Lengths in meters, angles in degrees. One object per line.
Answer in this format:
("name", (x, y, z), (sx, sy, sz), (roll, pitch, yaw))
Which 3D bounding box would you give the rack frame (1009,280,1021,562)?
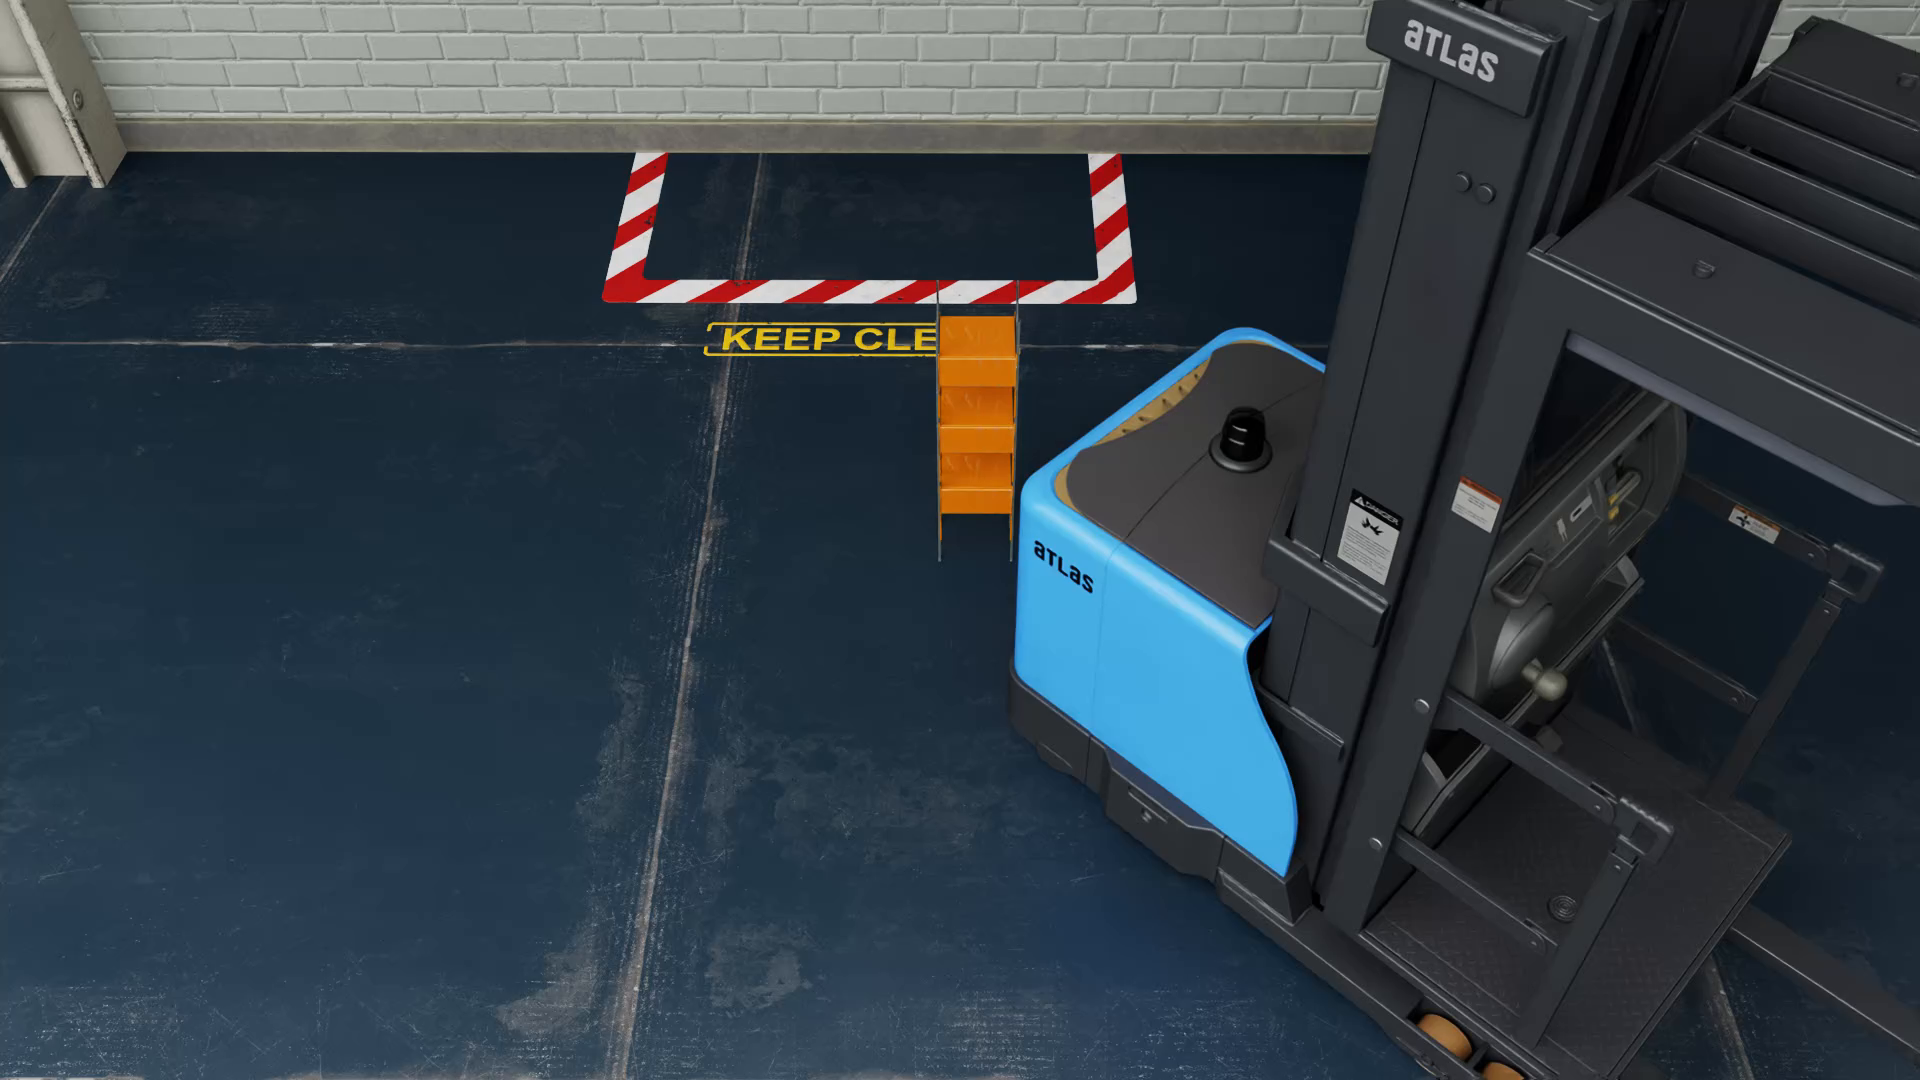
("rack frame", (0.176, -0.357, 5.365), (0.008, 1.050, 0.200), (0, 47, 0))

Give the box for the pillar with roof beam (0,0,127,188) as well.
("pillar with roof beam", (-3.896, -1.546, 1.042), (0.400, 9.000, 9.100), (0, 47, 0))

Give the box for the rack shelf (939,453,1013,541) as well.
("rack shelf", (0.054, -0.161, 5.577), (0.240, 0.259, 0.215), (0, 47, 0))

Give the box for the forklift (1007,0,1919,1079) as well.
("forklift", (1.553, 0.087, 3.667), (3.031, 2.935, 1.130), (35, 56, 28))

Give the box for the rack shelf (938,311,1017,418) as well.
("rack shelf", (0.054, -0.544, 5.166), (0.240, 0.259, 0.215), (0, 47, 0))

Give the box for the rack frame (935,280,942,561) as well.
("rack frame", (-0.068, -0.358, 5.366), (0.008, 1.050, 0.200), (0, 47, 0))

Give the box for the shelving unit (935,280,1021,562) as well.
("shelving unit", (0.054, -0.358, 5.366), (0.252, 1.050, 0.215), (0, 47, 0))

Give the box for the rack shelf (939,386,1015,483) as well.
("rack shelf", (0.054, -0.350, 5.373), (0.240, 0.259, 0.215), (0, 47, 0))
